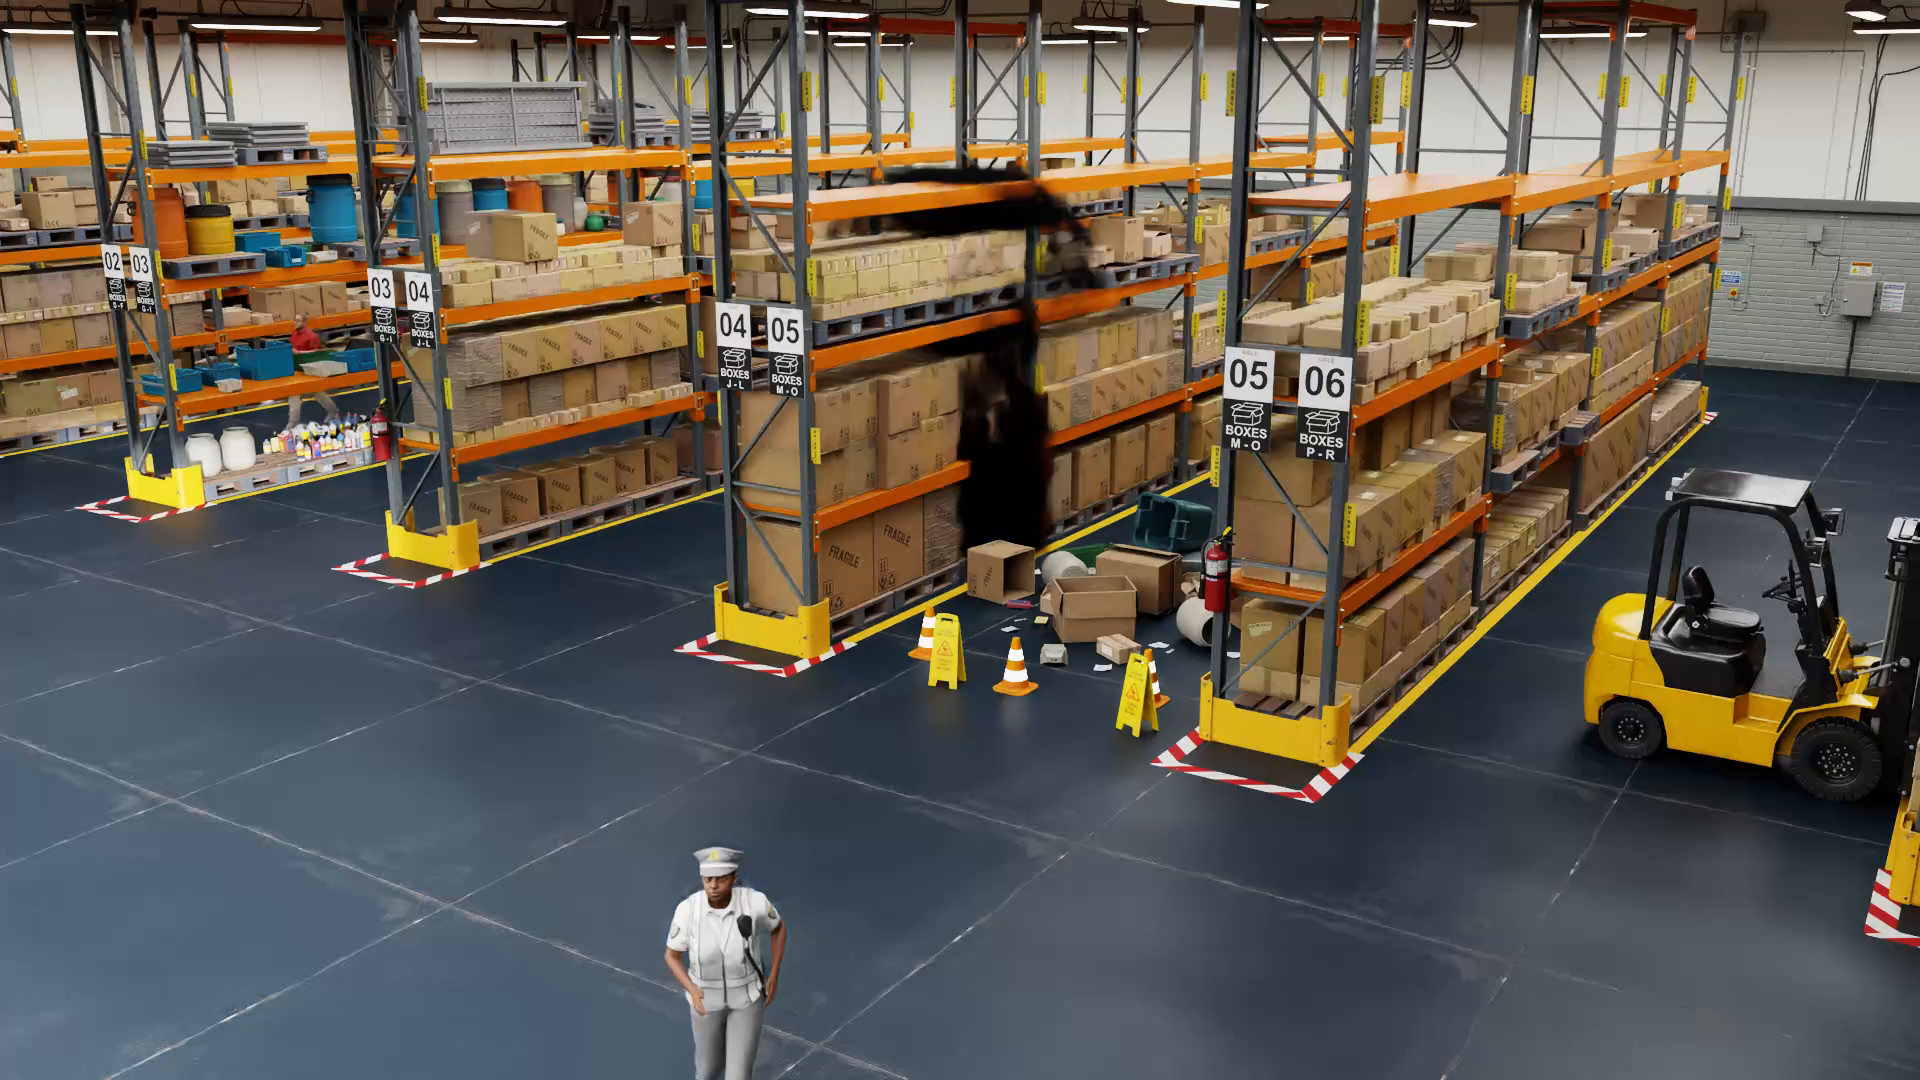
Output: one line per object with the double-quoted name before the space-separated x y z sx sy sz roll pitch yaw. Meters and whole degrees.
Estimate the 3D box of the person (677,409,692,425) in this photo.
"person" -3.848 -2.003 23.847 0.544 1.415 0.535 8 17 25

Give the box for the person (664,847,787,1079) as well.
"person" -1.133 2.179 8.122 0.587 1.609 0.734 -2 16 -6
